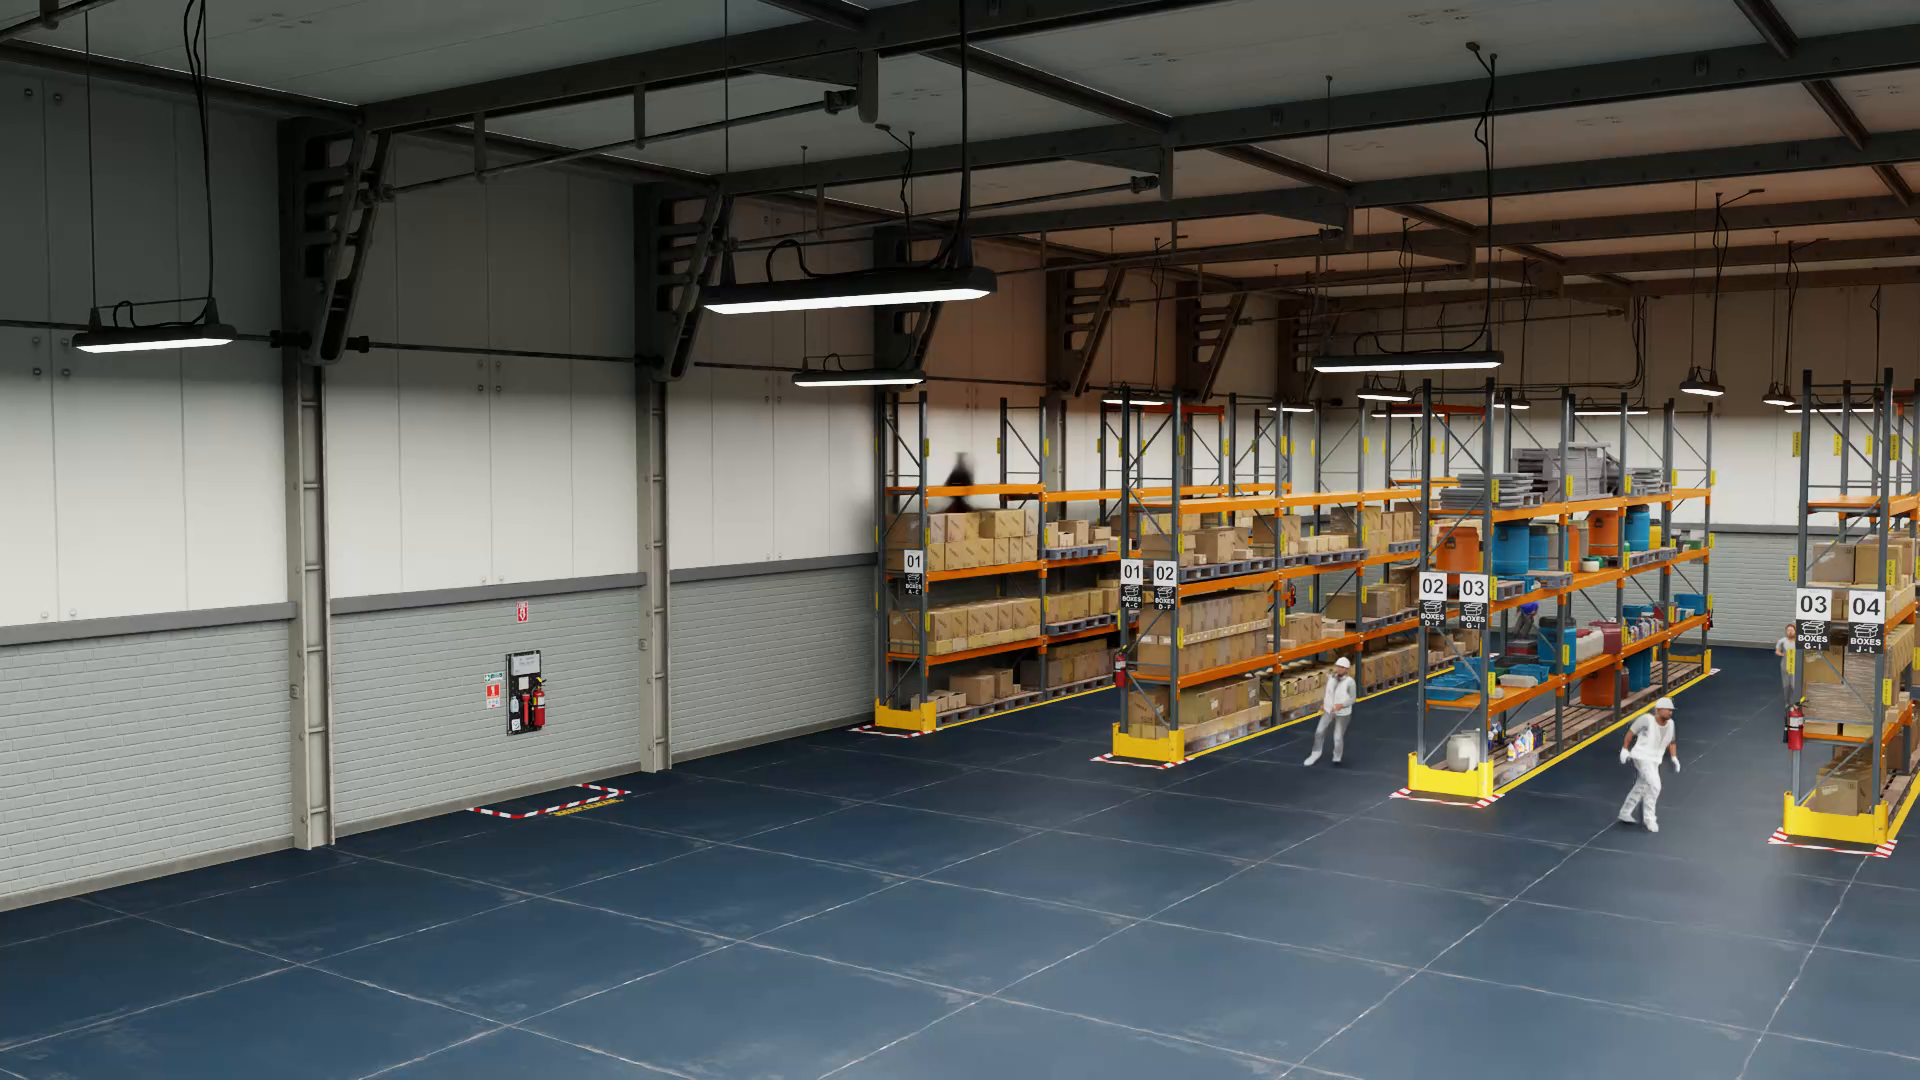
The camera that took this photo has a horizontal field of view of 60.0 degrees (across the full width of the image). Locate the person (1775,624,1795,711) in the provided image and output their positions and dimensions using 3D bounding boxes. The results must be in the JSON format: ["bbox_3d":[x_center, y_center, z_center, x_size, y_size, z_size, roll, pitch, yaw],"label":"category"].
[{"bbox_3d":[15.619,2.430,31.242,0.545,1.722,0.838,2,4,31],"label":"person"}]

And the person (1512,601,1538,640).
[{"bbox_3d":[13.677,1.956,40.441,0.746,1.602,0.709,2,4,36],"label":"person"}]

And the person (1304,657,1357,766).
[{"bbox_3d":[5.835,2.678,26.007,0.787,1.729,0.783,2,4,31],"label":"person"}]

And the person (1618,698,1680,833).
[{"bbox_3d":[9.118,2.918,21.963,0.582,1.729,0.760,-2,4,-28],"label":"person"}]
